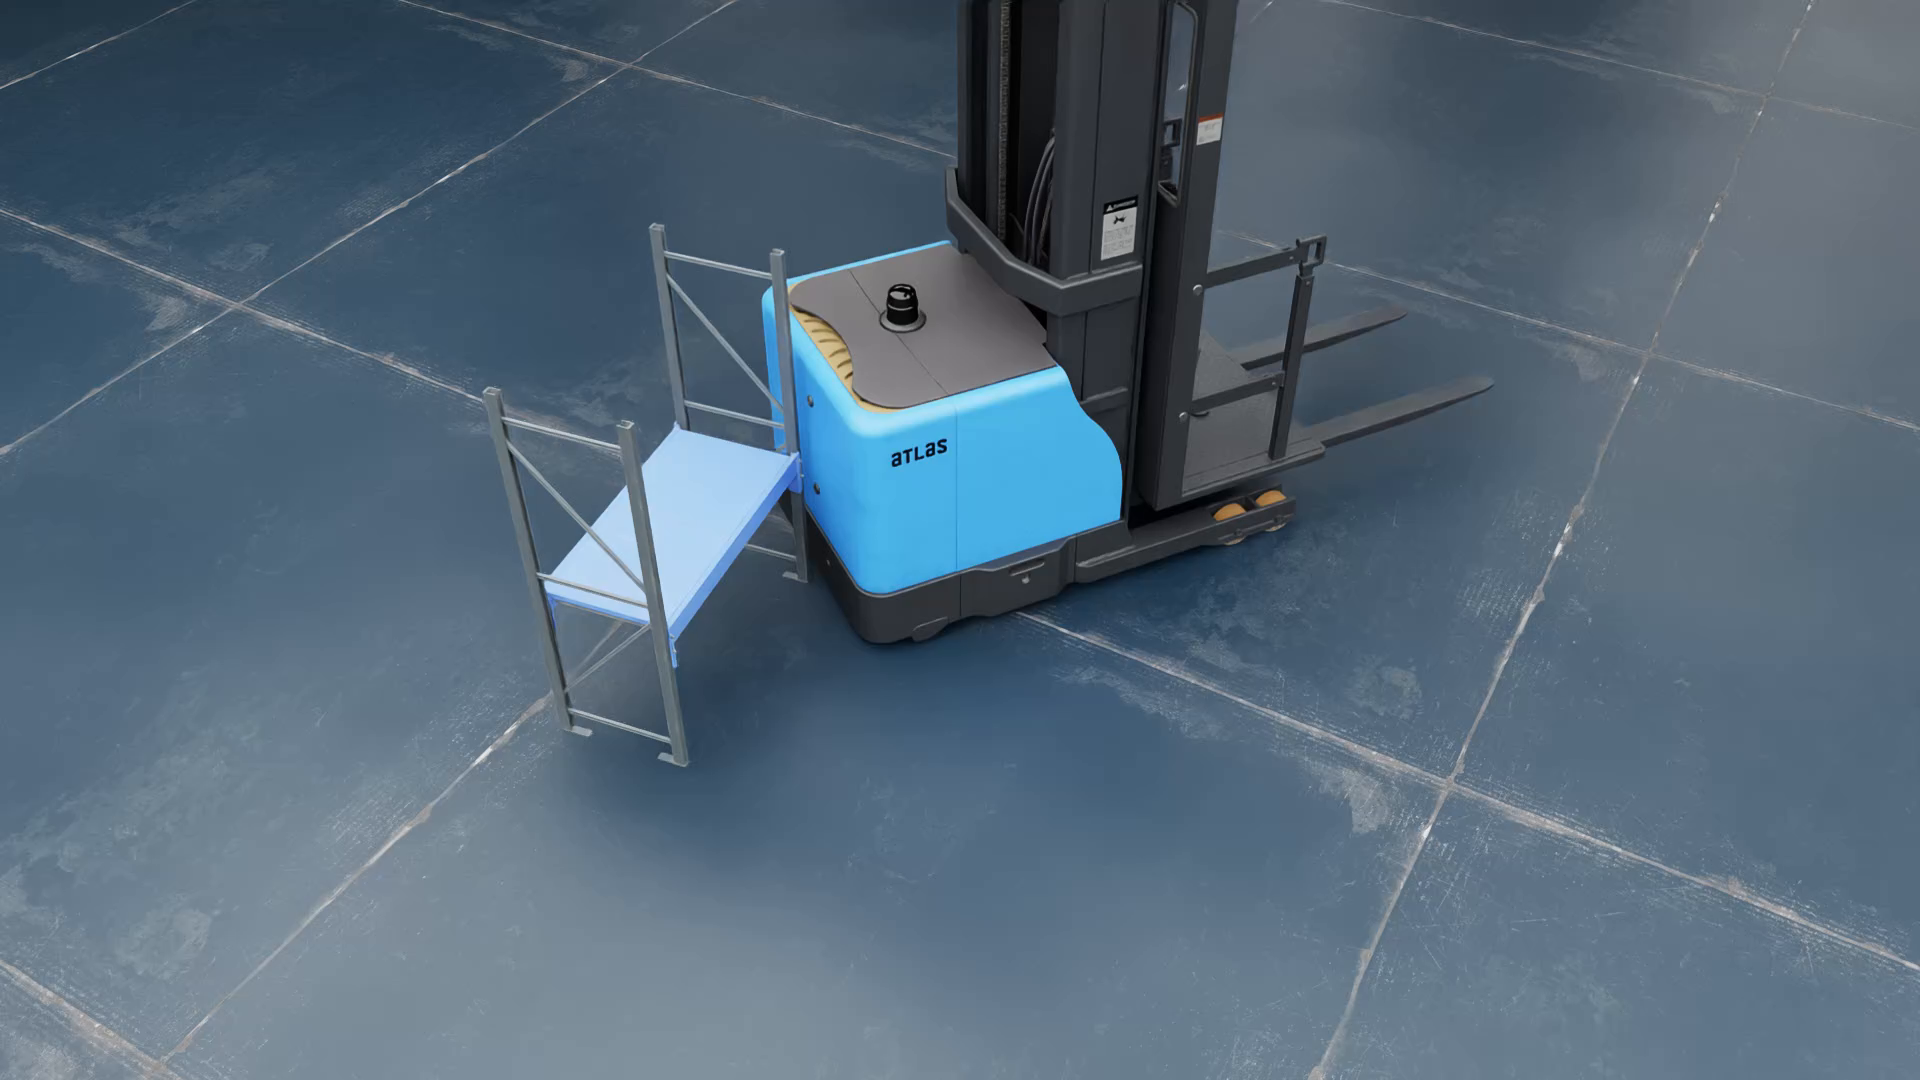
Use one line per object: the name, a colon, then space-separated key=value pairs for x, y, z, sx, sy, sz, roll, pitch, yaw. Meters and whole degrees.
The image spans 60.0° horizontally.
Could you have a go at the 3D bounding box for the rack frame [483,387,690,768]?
rack frame: x=-1.192 y=0.169 z=5.423 sx=0.500 sy=1.500 sz=0.032 roll=14 pitch=43 yaw=16

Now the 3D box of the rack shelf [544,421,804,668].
rack shelf: x=-1.010 y=-0.009 z=5.898 sx=0.538 sy=0.185 sz=1.000 roll=14 pitch=43 yaw=16

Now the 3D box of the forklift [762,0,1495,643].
forklift: x=0.802 y=-1.379 z=6.098 sx=3.031 sy=2.935 sz=1.130 roll=-17 pitch=44 yaw=-19

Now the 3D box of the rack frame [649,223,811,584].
rack frame: x=-0.827 y=-0.458 z=6.135 sx=0.500 sy=1.500 sz=0.032 roll=14 pitch=43 yaw=16

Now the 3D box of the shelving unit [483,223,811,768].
shelving unit: x=-1.010 y=-0.144 z=5.779 sx=0.538 sy=1.500 sz=1.048 roll=14 pitch=43 yaw=16
